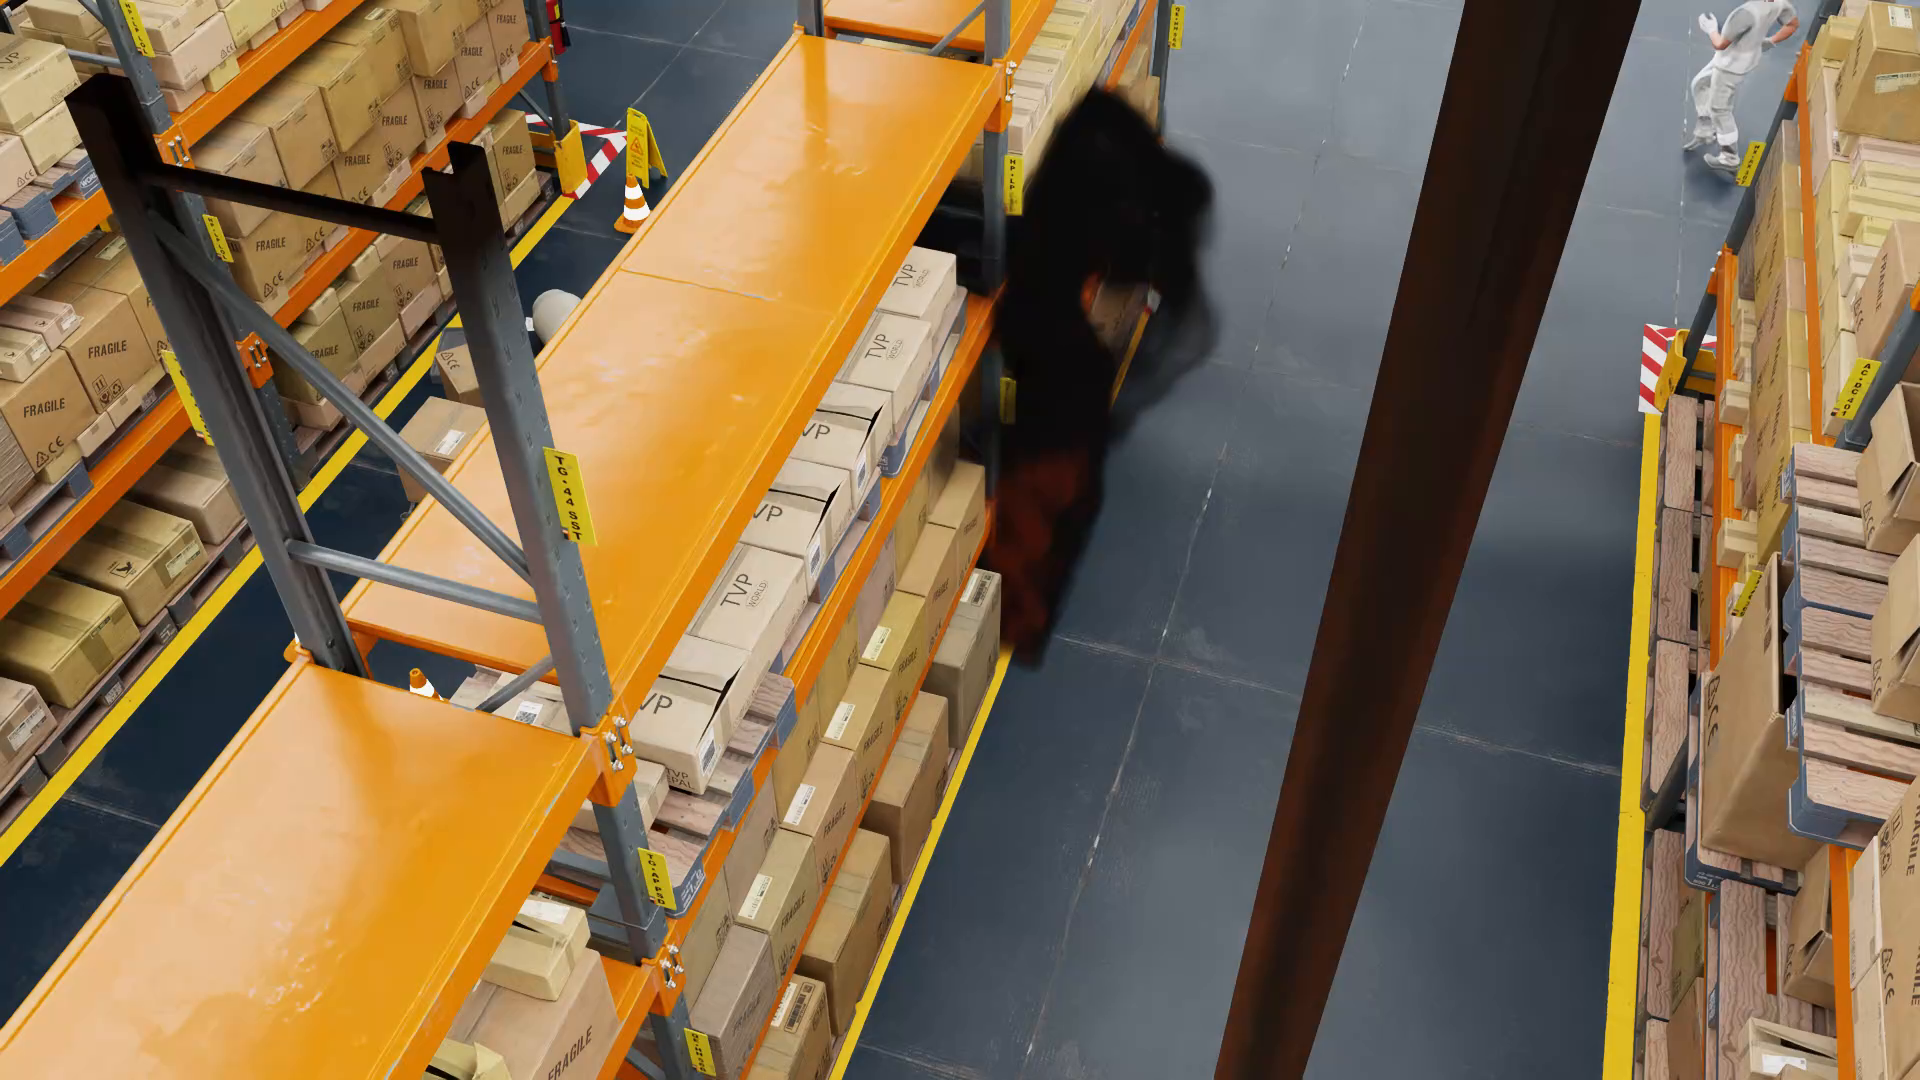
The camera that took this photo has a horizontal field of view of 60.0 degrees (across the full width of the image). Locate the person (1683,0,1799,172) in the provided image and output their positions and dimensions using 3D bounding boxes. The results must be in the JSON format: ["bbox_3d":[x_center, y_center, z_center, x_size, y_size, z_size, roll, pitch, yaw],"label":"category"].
[{"bbox_3d":[6.351,-3.902,13.700,0.640,1.819,0.739,-35,55,-30],"label":"person"}]
